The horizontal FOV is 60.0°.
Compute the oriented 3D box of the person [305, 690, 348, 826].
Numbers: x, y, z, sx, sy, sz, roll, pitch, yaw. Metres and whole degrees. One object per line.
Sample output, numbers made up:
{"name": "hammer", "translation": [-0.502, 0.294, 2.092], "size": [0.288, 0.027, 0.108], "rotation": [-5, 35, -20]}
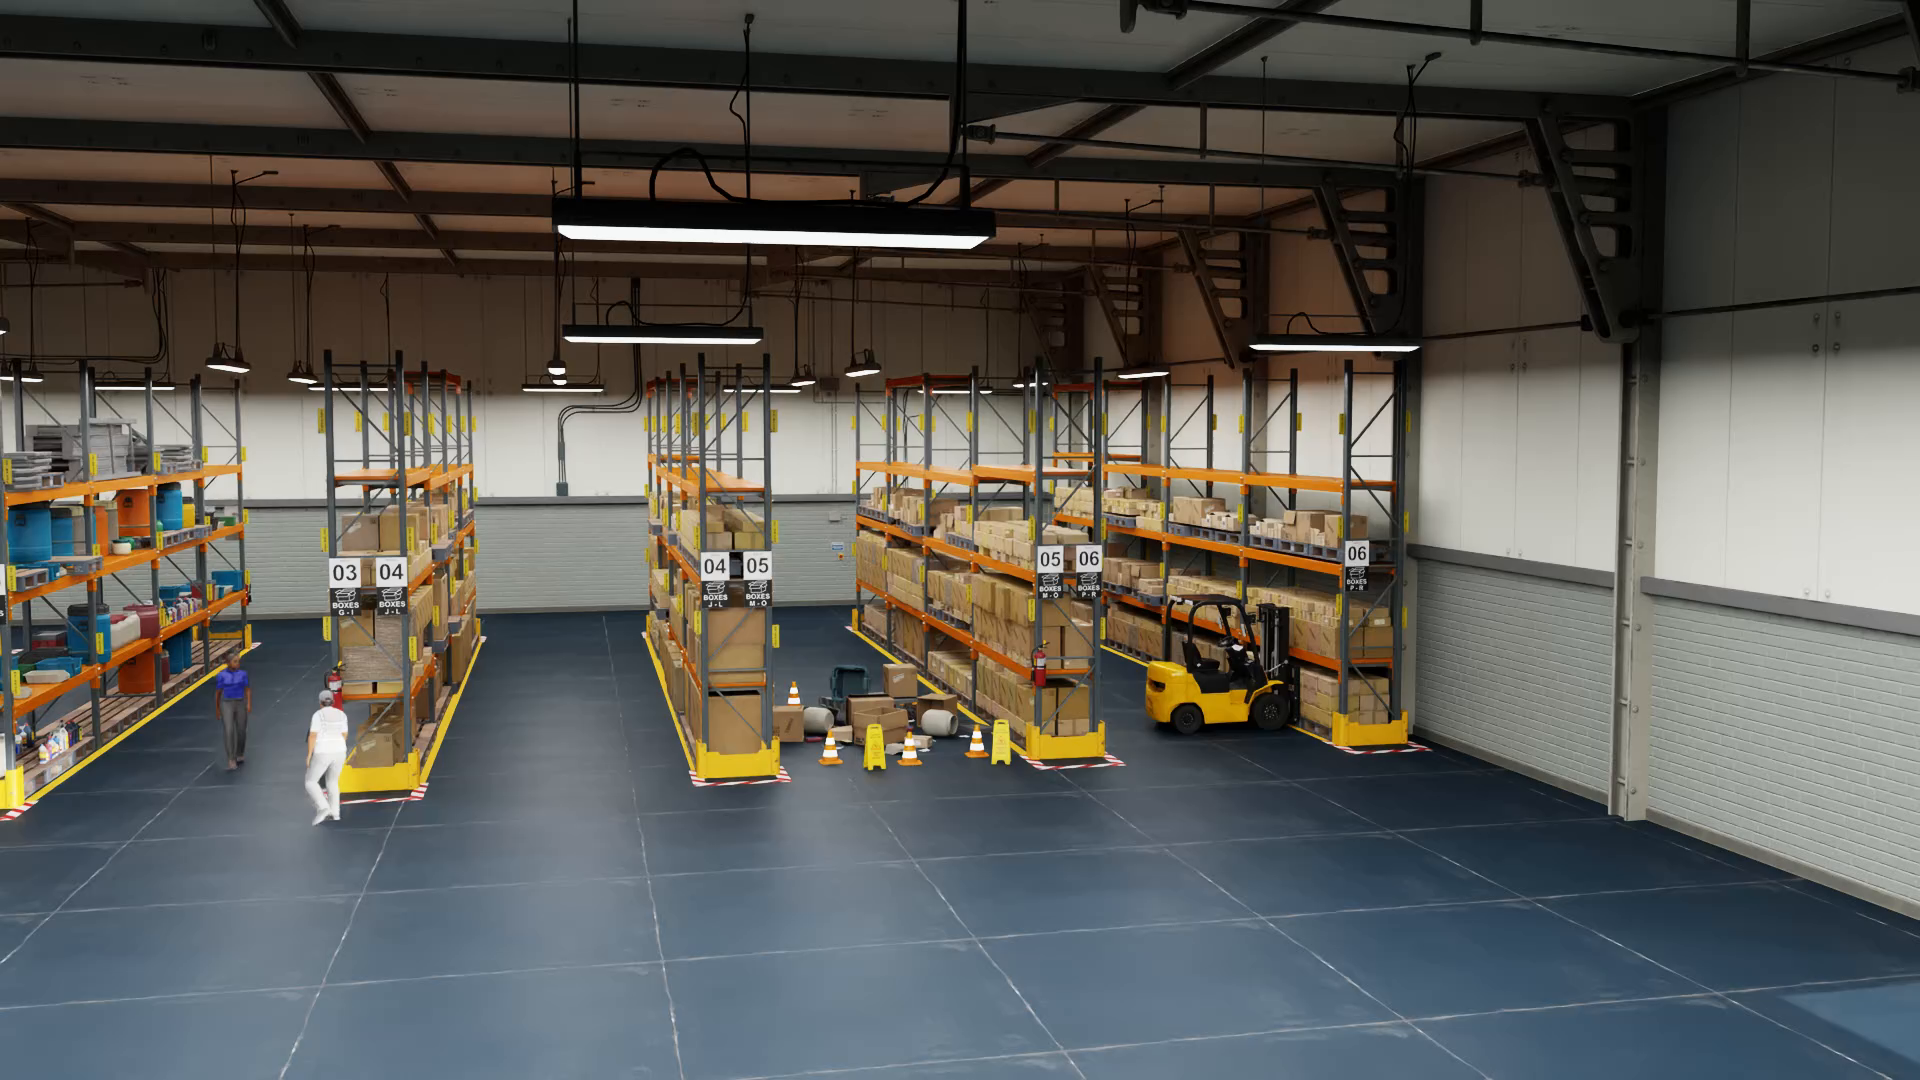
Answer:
{"name": "person", "translation": [-7.979, 2.731, 20.977], "size": [0.541, 1.649, 0.581], "rotation": [3, 5, 39]}

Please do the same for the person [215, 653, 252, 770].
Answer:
{"name": "person", "translation": [-10.639, 2.499, 24.458], "size": [0.473, 1.648, 0.719], "rotation": [-3, 5, -39]}
